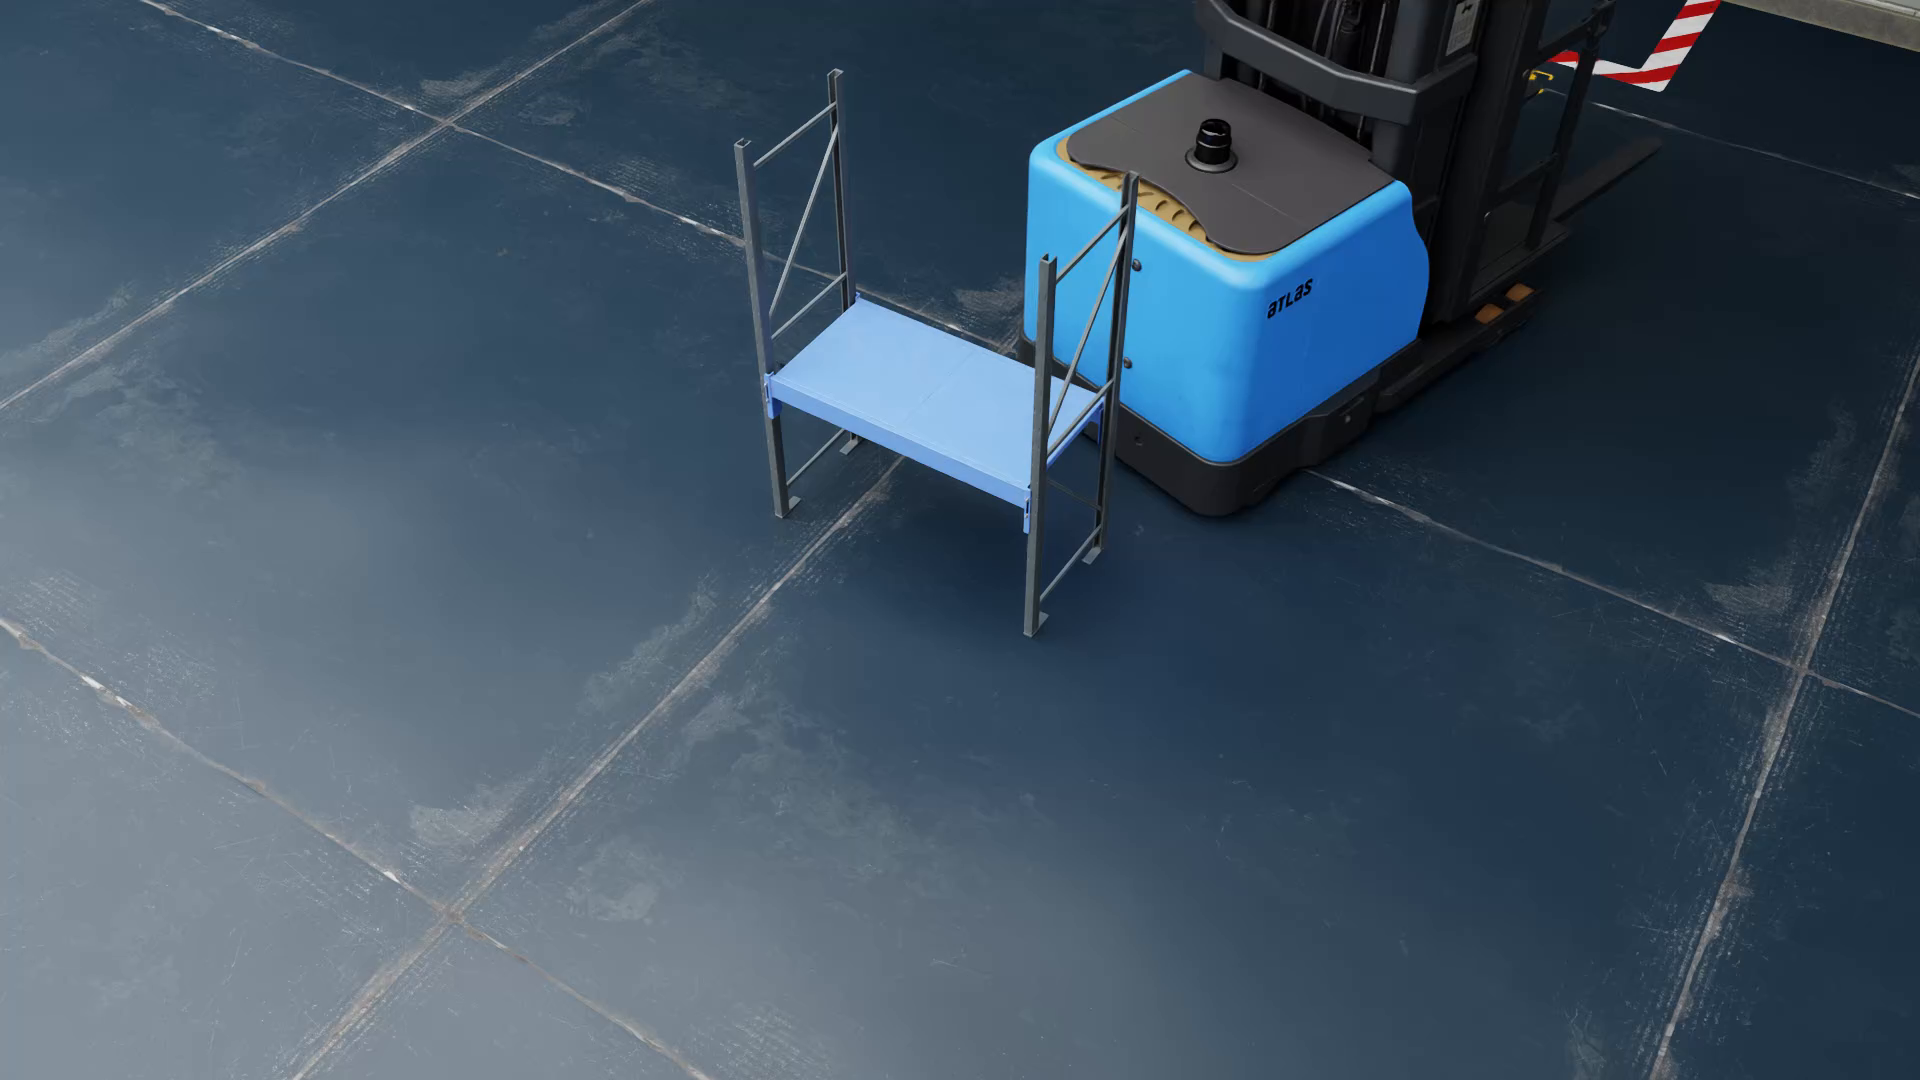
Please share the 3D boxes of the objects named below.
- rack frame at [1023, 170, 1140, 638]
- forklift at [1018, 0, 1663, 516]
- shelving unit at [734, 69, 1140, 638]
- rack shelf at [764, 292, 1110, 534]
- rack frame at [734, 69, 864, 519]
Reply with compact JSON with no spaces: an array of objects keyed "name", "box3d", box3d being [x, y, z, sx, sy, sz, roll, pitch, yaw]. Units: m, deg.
[{"name":"rack frame","box3d":[0.356,-0.359,5.053,0.032,1.500,0.500,25,51,22]},{"name":"forklift","box3d":[1.651,-2.024,5.674,3.031,2.935,1.130,-33,54,-28]},{"name":"shelving unit","box3d":[-0.072,-0.556,5.244,1.048,1.500,0.538,25,51,22]},{"name":"rack shelf","box3d":[-0.072,-0.430,5.373,1.000,0.185,0.538,25,51,22]},{"name":"rack frame","box3d":[-0.500,-0.753,5.435,0.032,1.500,0.500,25,51,22]}]
